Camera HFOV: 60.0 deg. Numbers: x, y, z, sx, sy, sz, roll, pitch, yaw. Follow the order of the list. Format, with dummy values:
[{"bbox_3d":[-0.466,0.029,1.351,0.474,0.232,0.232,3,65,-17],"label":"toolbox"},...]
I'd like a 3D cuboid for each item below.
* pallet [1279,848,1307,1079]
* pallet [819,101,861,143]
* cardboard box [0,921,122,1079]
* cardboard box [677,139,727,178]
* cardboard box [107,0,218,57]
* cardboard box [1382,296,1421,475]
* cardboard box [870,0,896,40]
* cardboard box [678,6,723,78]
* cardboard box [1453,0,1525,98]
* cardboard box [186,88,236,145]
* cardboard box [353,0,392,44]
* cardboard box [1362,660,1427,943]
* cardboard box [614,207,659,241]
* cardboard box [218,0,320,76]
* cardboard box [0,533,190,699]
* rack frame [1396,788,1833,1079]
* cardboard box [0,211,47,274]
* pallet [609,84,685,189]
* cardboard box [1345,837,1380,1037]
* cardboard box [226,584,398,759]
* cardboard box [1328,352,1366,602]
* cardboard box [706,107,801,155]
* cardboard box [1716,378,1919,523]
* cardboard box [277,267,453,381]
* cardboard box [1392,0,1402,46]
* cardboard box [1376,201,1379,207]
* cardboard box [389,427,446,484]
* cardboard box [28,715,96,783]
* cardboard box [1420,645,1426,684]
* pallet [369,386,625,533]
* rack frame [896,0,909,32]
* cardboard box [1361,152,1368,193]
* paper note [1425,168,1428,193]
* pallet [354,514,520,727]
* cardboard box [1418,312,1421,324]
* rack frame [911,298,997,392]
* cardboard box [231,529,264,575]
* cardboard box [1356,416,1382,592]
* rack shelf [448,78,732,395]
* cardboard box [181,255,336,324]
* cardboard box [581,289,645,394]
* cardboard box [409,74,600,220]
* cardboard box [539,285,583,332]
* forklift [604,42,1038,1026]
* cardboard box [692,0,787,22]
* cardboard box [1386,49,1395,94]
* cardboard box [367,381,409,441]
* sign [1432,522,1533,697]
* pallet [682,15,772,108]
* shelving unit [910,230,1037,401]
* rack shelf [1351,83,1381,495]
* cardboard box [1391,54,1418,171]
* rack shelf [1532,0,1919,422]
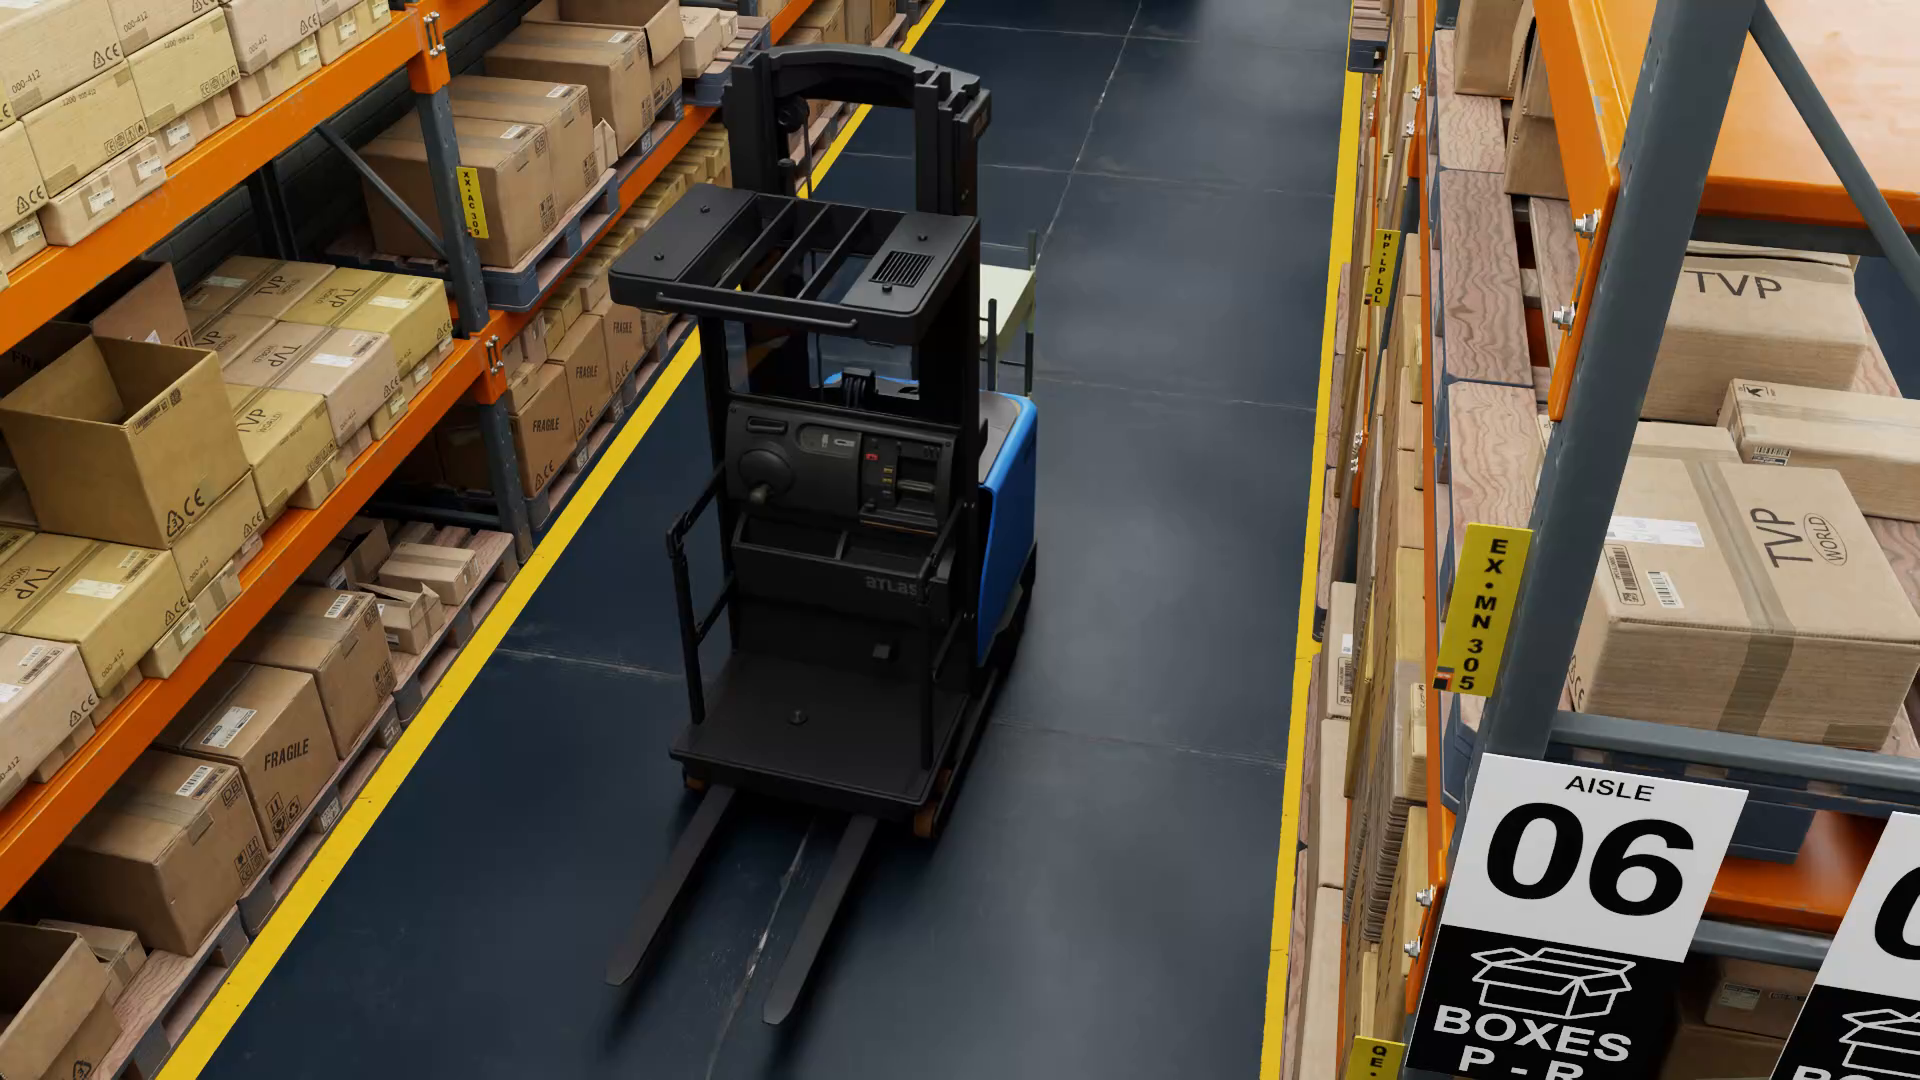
[{"bbox_3d":[1.690,1.693,6.004,1.003,0.211,1.213,7,37,10],"label":"pallet"},{"bbox_3d":[-1.331,-3.512,13.186,1.003,0.211,1.213,7,37,10],"label":"pallet"},{"bbox_3d":[-3.293,1.612,5.510,0.797,0.503,0.637,6,36,8],"label":"cardboard box"},{"bbox_3d":[-1.694,-2.422,10.525,0.380,0.149,0.250,6,36,8],"label":"cardboard box"},{"bbox_3d":[-2.751,-1.759,5.284,0.500,0.250,0.500,8,37,11],"label":"cardboard box"},{"bbox_3d":[1.735,-0.478,5.686,0.500,0.500,0.500,7,36,9],"label":"cardboard box"},{"bbox_3d":[-1.054,-4.678,14.084,0.875,0.625,0.625,9,37,12],"label":"cardboard box"},{"bbox_3d":[-1.717,-2.941,9.792,0.500,0.250,0.500,6,36,8],"label":"cardboard box"},{"bbox_3d":[1.857,-1.718,5.251,0.500,0.500,0.500,8,37,11],"label":"cardboard box"},{"bbox_3d":[-2.714,-1.471,5.651,0.380,0.149,0.250,9,37,12],"label":"cardboard box"},{"bbox_3d":[-2.450,-2.053,6.455,0.380,0.149,0.250,7,37,10],"label":"cardboard box"},{"bbox_3d":[1.287,0.675,4.096,0.500,0.500,0.500,7,37,10],"label":"cardboard box"},{"bbox_3d":[-1.976,-1.826,9.703,0.380,0.149,0.250,6,36,8],"label":"cardboard box"},{"bbox_3d":[-2.621,-1.851,5.836,0.500,0.250,0.500,6,36,8],"label":"cardboard box"},{"bbox_3d":[-2.944,0.243,5.503,0.500,0.250,0.500,7,36,9],"label":"cardboard box"},{"bbox_3d":[1.333,1.730,3.578,1.000,3.000,0.127,7,37,10],"label":"rack frame"},{"bbox_3d":[-2.924,-0.886,4.845,0.380,0.149,0.250,7,37,9],"label":"cardboard box"},{"bbox_3d":[-2.219,-2.284,9.278,1.003,0.211,1.213,7,37,10],"label":"pallet"},{"bbox_3d":[1.300,1.094,4.370,0.500,0.500,0.500,7,36,9],"label":"cardboard box"},{"bbox_3d":[-2.851,0.533,7.001,0.700,0.500,0.500,6,36,8],"label":"cardboard box"},{"bbox_3d":[2.242,-0.239,7.746,0.875,0.875,0.875,8,37,11],"label":"cardboard box"},{"bbox_3d":[-1.661,-3.041,11.826,0.875,0.625,0.625,8,37,11],"label":"cardboard box"},{"bbox_3d":[1.790,-0.189,3.439,0.380,0.149,0.250,9,37,12],"label":"cardboard box"},{"bbox_3d":[-2.533,-0.921,7.109,0.500,0.250,0.500,8,37,11],"label":"cardboard box"},{"bbox_3d":[2.698,-3.050,9.235,0.500,0.500,0.500,6,36,8],"label":"cardboard box"},{"bbox_3d":[2.482,-1.950,8.783,0.500,0.250,0.500,8,37,12],"label":"cardboard box"},{"bbox_3d":[-2.846,-0.660,8.647,0.500,0.500,0.500,7,37,10],"label":"cardboard box"},{"bbox_3d":[-3.033,0.613,5.332,0.380,0.149,0.250,8,37,11],"label":"cardboard box"},{"bbox_3d":[1.312,0.344,3.999,0.380,0.149,0.250,8,37,11],"label":"cardboard box"},{"bbox_3d":[-2.525,-0.526,9.066,1.003,0.211,1.213,7,37,10],"label":"pallet"},{"bbox_3d":[-0.953,-5.770,13.925,1.000,3.000,0.127,7,37,10],"label":"rack frame"},{"bbox_3d":[3.173,-2.285,10.999,0.950,0.372,0.625,5,36,7],"label":"cardboard box"},{"bbox_3d":[1.213,-0.934,4.335,0.006,0.032,0.123,7,37,10],"label":"paper note"},{"bbox_3d":[-2.810,0.339,7.873,1.003,0.211,1.213,7,37,10],"label":"pallet"},{"bbox_3d":[1.701,-0.688,5.423,0.380,0.149,0.250,7,37,10],"label":"cardboard box"},{"bbox_3d":[-0.030,-0.499,7.930,0.400,1.500,0.023,10,37,13],"label":"rack frame"},{"bbox_3d":[-2.831,0.015,6.158,0.380,0.149,0.250,7,37,10],"label":"cardboard box"},{"bbox_3d":[1.720,-0.080,5.989,0.500,0.500,0.500,8,37,10],"label":"cardboard box"},{"bbox_3d":[-2.235,-2.039,9.390,1.077,0.370,4.000,7,37,10],"label":"rack shelf"},{"bbox_3d":[-3.032,-0.993,7.209,0.500,0.250,0.500,7,37,9],"label":"cardboard box"},{"bbox_3d":[-2.124,-1.183,9.368,0.500,0.500,0.500,6,36,9],"label":"cardboard box"},{"bbox_3d":[-2.230,-1.940,8.198,0.700,0.500,0.500,8,37,10],"label":"cardboard box"},{"bbox_3d":[-2.253,-1.252,8.912,0.380,0.149,0.250,7,36,9],"label":"cardboard box"},{"bbox_3d":[-0.532,-0.219,6.325,1.130,2.935,3.031,10,37,13],"label":"forklift"},{"bbox_3d":[-1.474,-3.640,11.114,0.500,0.250,0.500,7,37,10],"label":"cardboard box"},{"bbox_3d":[2.581,-2.443,9.036,0.500,0.250,0.500,8,37,11],"label":"cardboard box"},{"bbox_3d":[-2.550,-0.563,6.956,0.380,0.149,0.250,8,37,11],"label":"cardboard box"},{"bbox_3d":[0.806,0.113,2.566,0.100,0.325,0.005,7,37,10],"label":"sign"},{"bbox_3d":[-1.884,-3.002,10.269,1.213,0.211,1.003,7,37,10],"label":"pallet"},{"bbox_3d":[0.072,-0.705,8.215,0.431,1.500,0.755,10,37,13],"label":"shelving unit"},{"bbox_3d":[2.615,-1.419,8.535,1.077,0.370,4.000,7,37,10],"label":"rack shelf"},{"bbox_3d":[2.269,-1.882,7.624,0.500,0.500,0.500,8,37,11],"label":"cardboard box"},{"bbox_3d":[1.761,-1.393,3.728,1.077,0.370,4.000,7,37,10],"label":"rack shelf"}]
